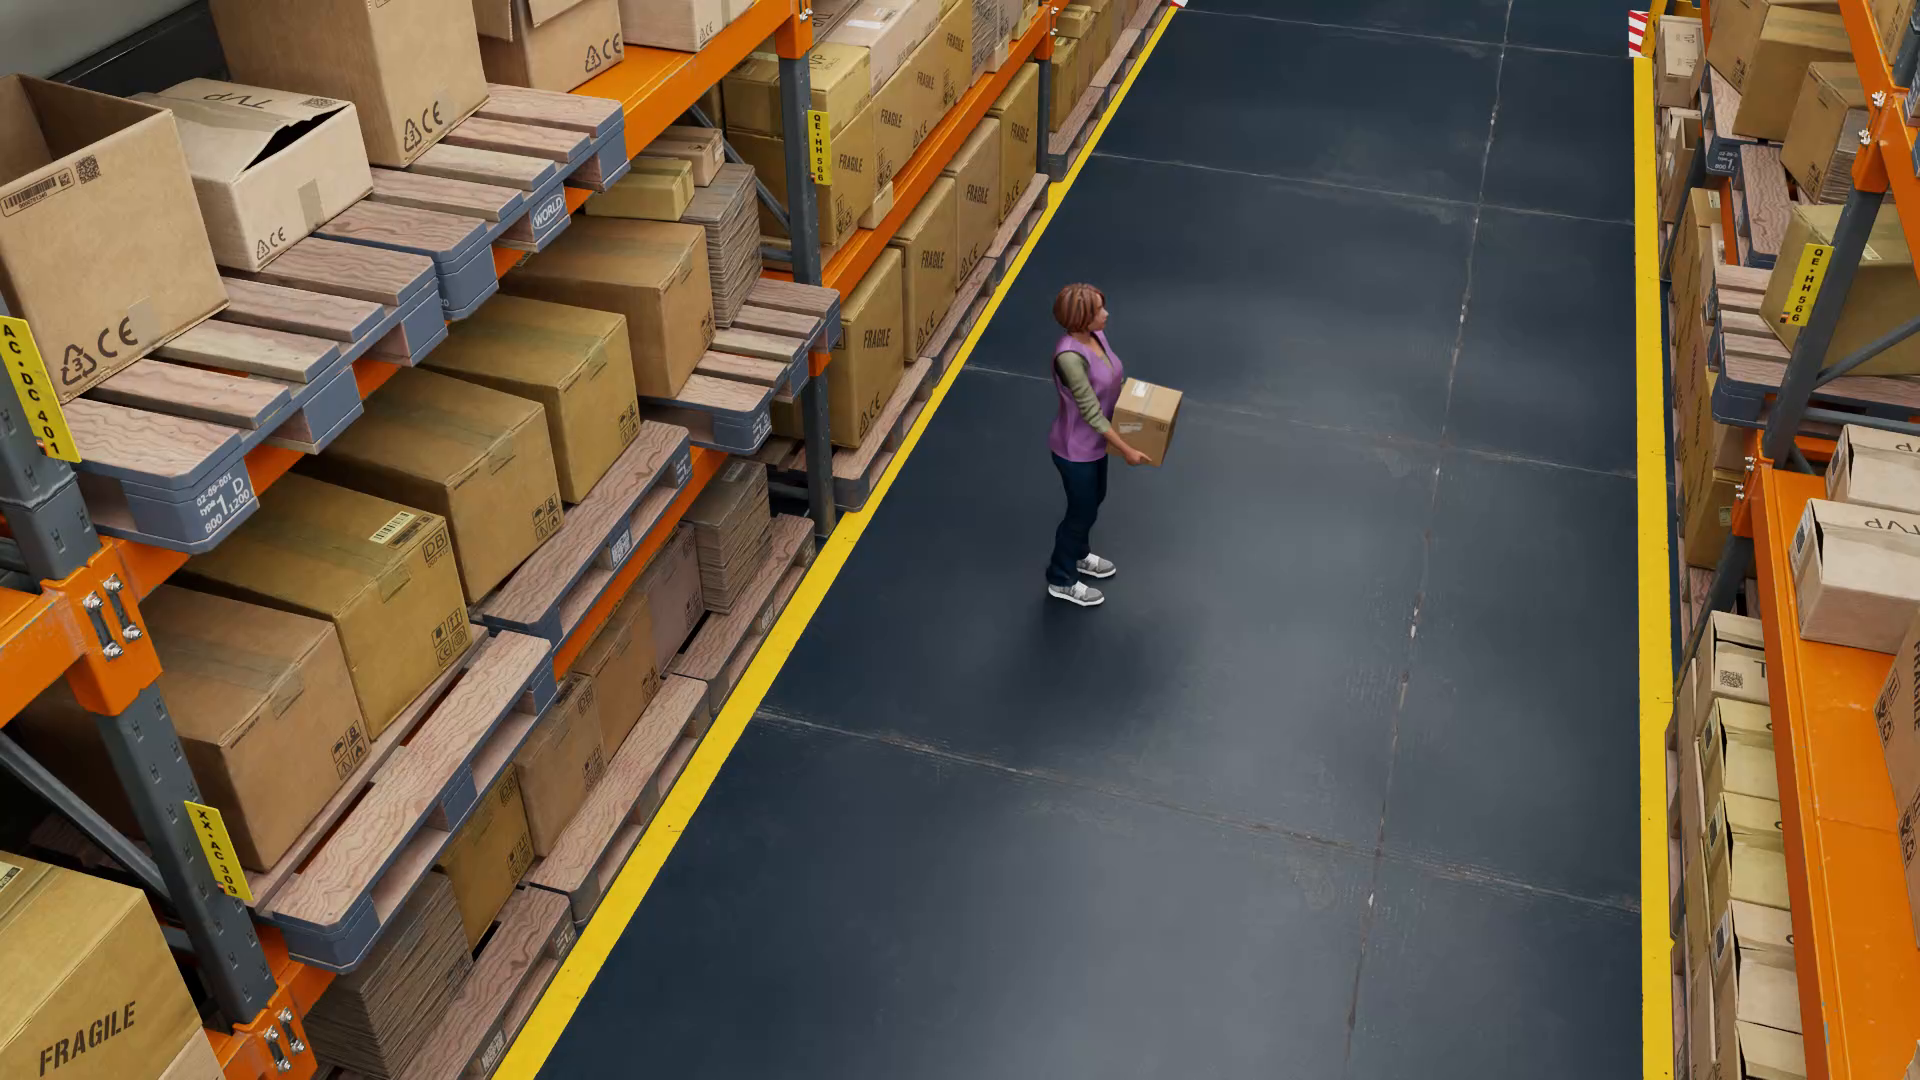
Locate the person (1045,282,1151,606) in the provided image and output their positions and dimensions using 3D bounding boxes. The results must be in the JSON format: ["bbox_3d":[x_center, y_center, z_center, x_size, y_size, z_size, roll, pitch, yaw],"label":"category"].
[{"bbox_3d":[0.637,-0.414,7.440,0.500,1.589,0.405,11,39,14],"label":"person"}]
